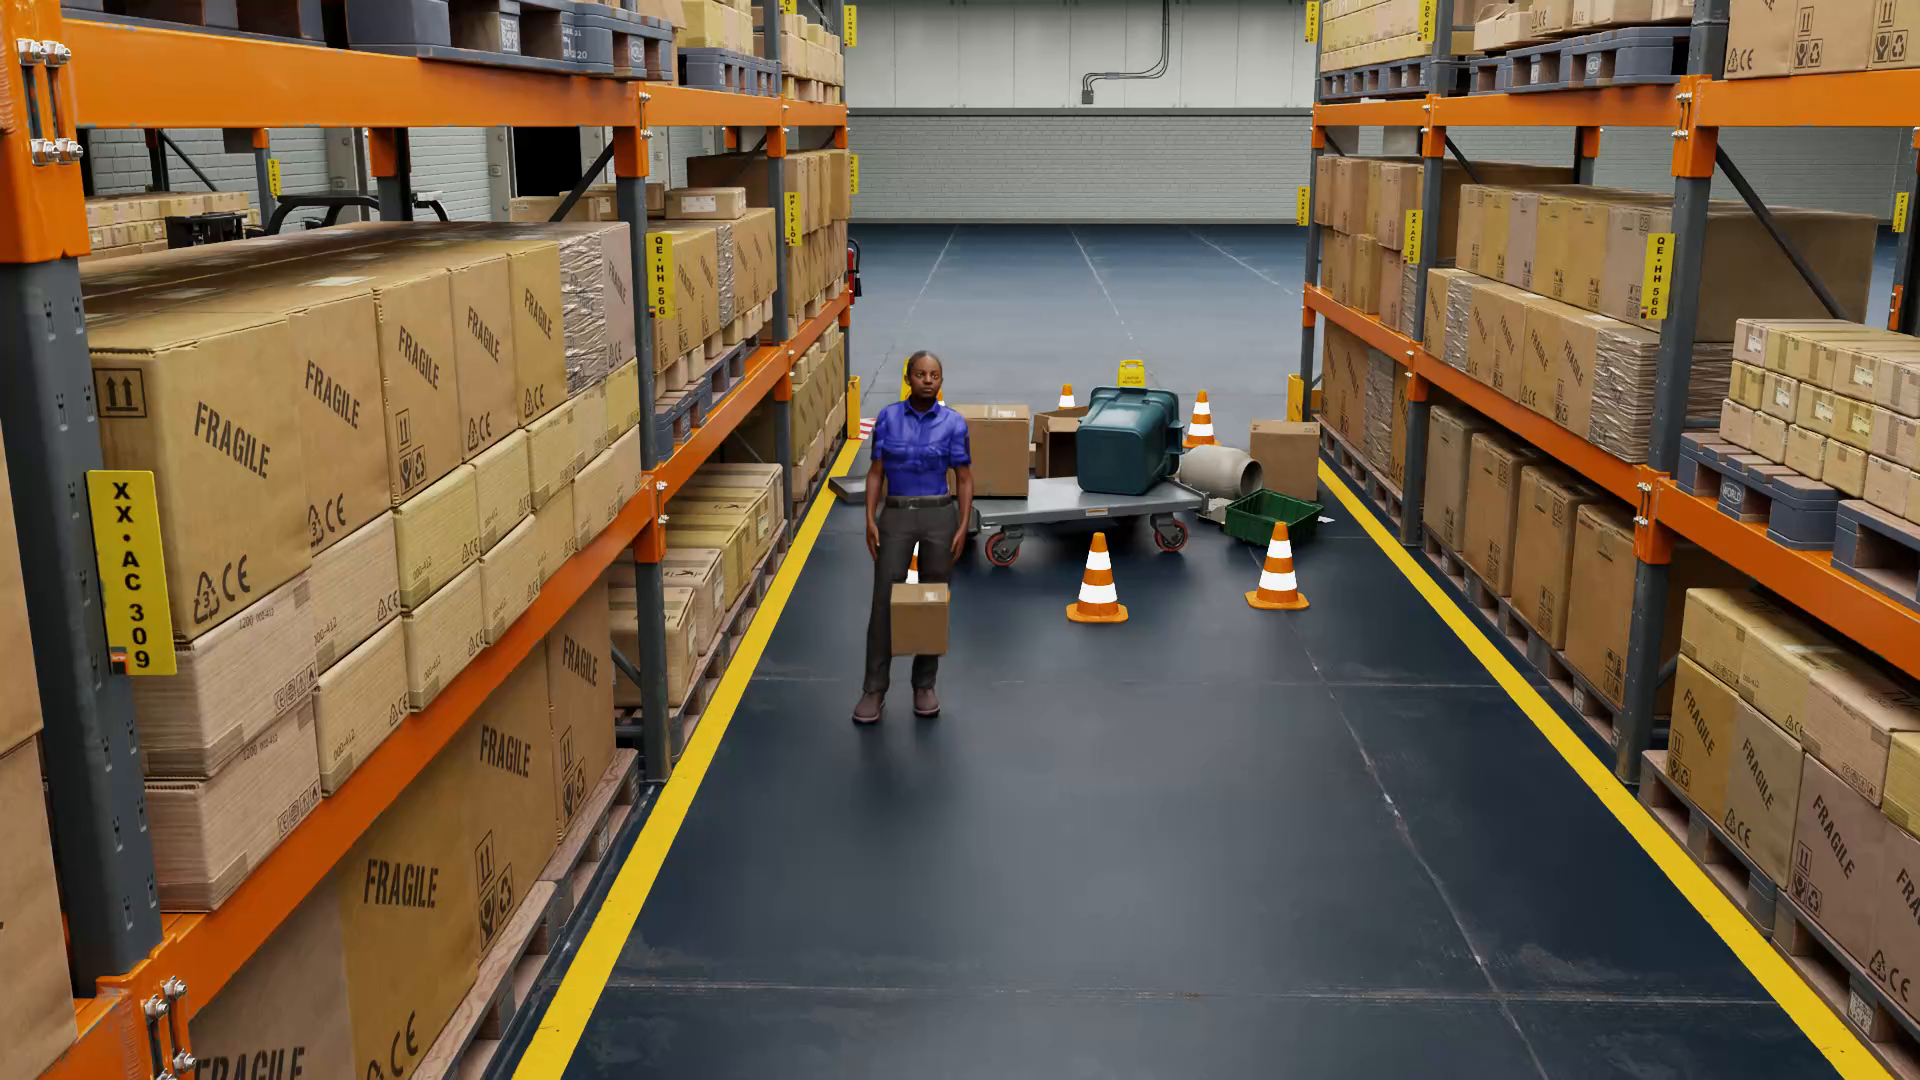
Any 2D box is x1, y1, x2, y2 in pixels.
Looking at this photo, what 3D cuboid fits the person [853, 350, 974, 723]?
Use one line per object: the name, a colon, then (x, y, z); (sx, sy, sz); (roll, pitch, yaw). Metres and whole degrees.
person: (-0.212, -0.022, 7.569); (0.547, 1.654, 0.502); (0, 14, 2)
